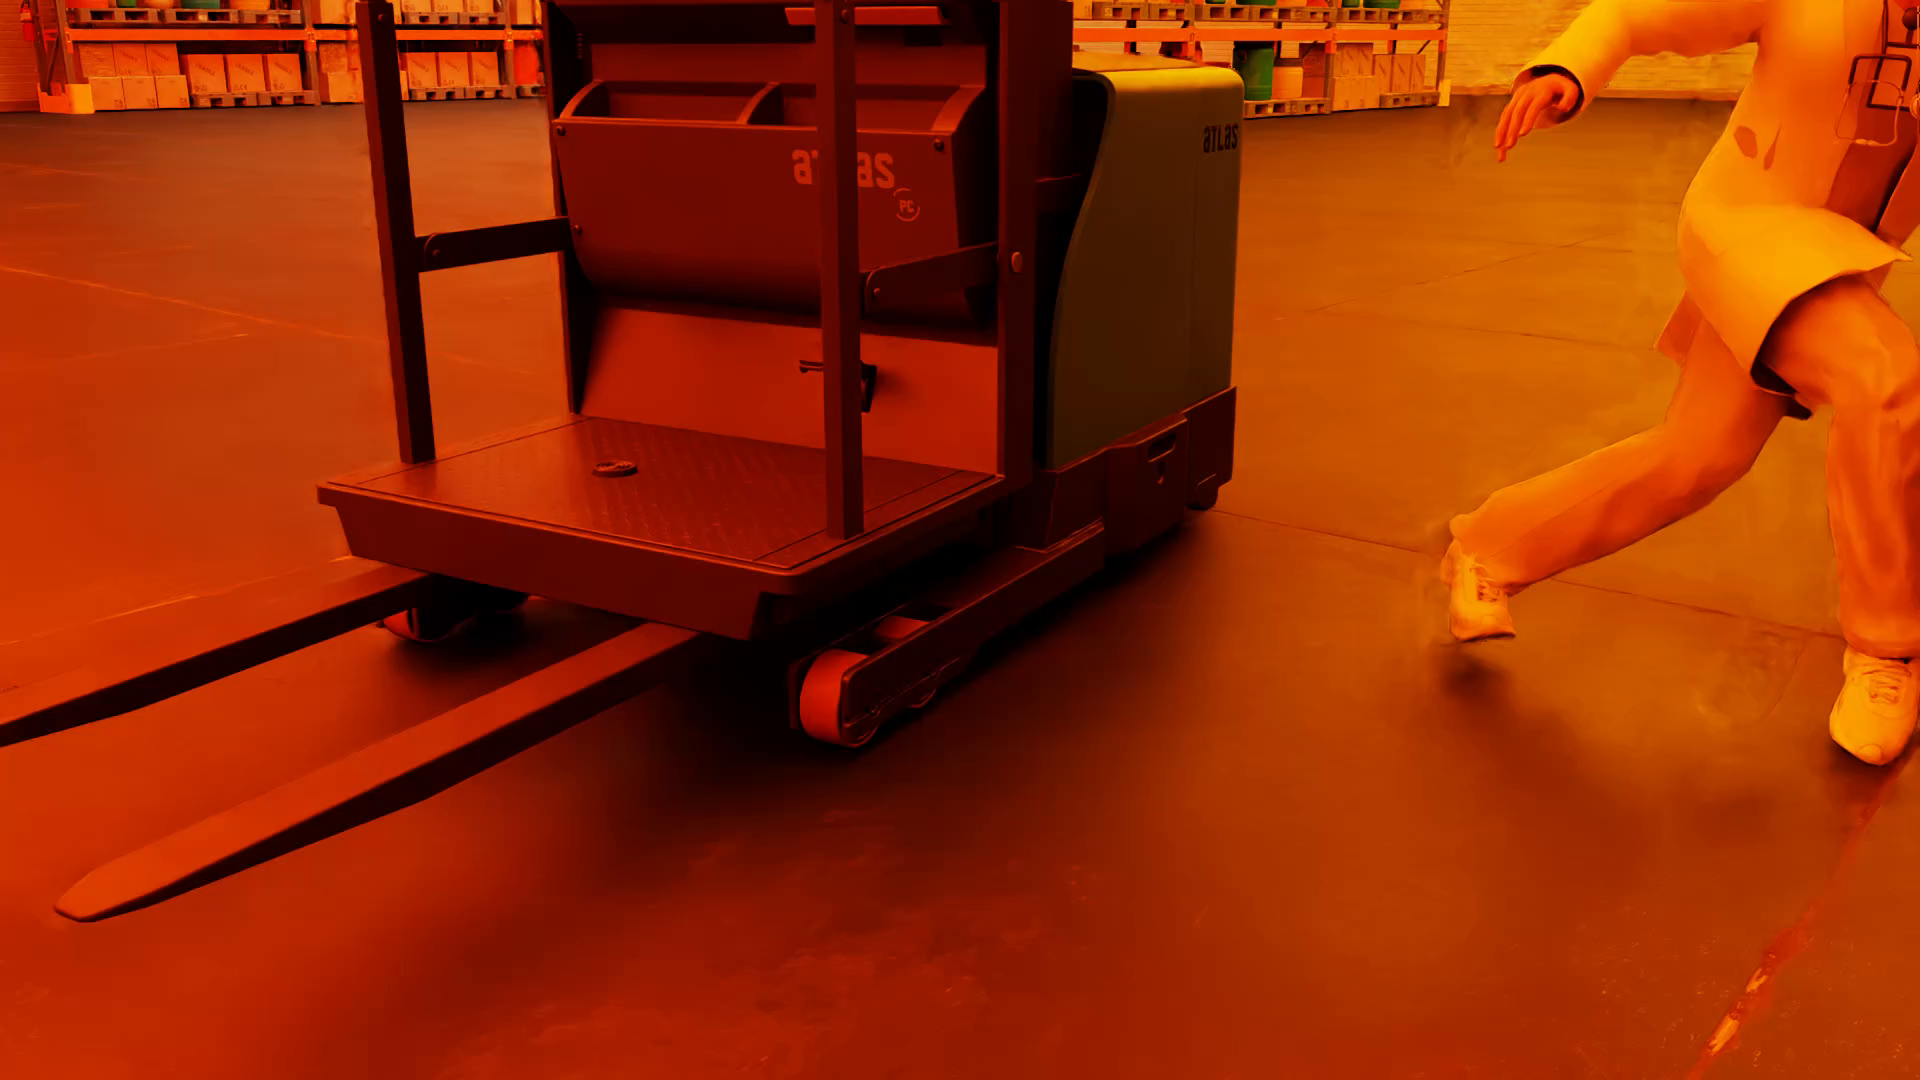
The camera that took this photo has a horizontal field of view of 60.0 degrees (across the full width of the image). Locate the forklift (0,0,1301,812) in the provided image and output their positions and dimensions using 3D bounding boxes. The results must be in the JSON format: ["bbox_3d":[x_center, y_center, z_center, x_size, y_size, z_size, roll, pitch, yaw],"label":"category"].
[{"bbox_3d":[-0.463,-1.262,3.054,1.130,2.935,3.031,13,21,36],"label":"forklift"}]
